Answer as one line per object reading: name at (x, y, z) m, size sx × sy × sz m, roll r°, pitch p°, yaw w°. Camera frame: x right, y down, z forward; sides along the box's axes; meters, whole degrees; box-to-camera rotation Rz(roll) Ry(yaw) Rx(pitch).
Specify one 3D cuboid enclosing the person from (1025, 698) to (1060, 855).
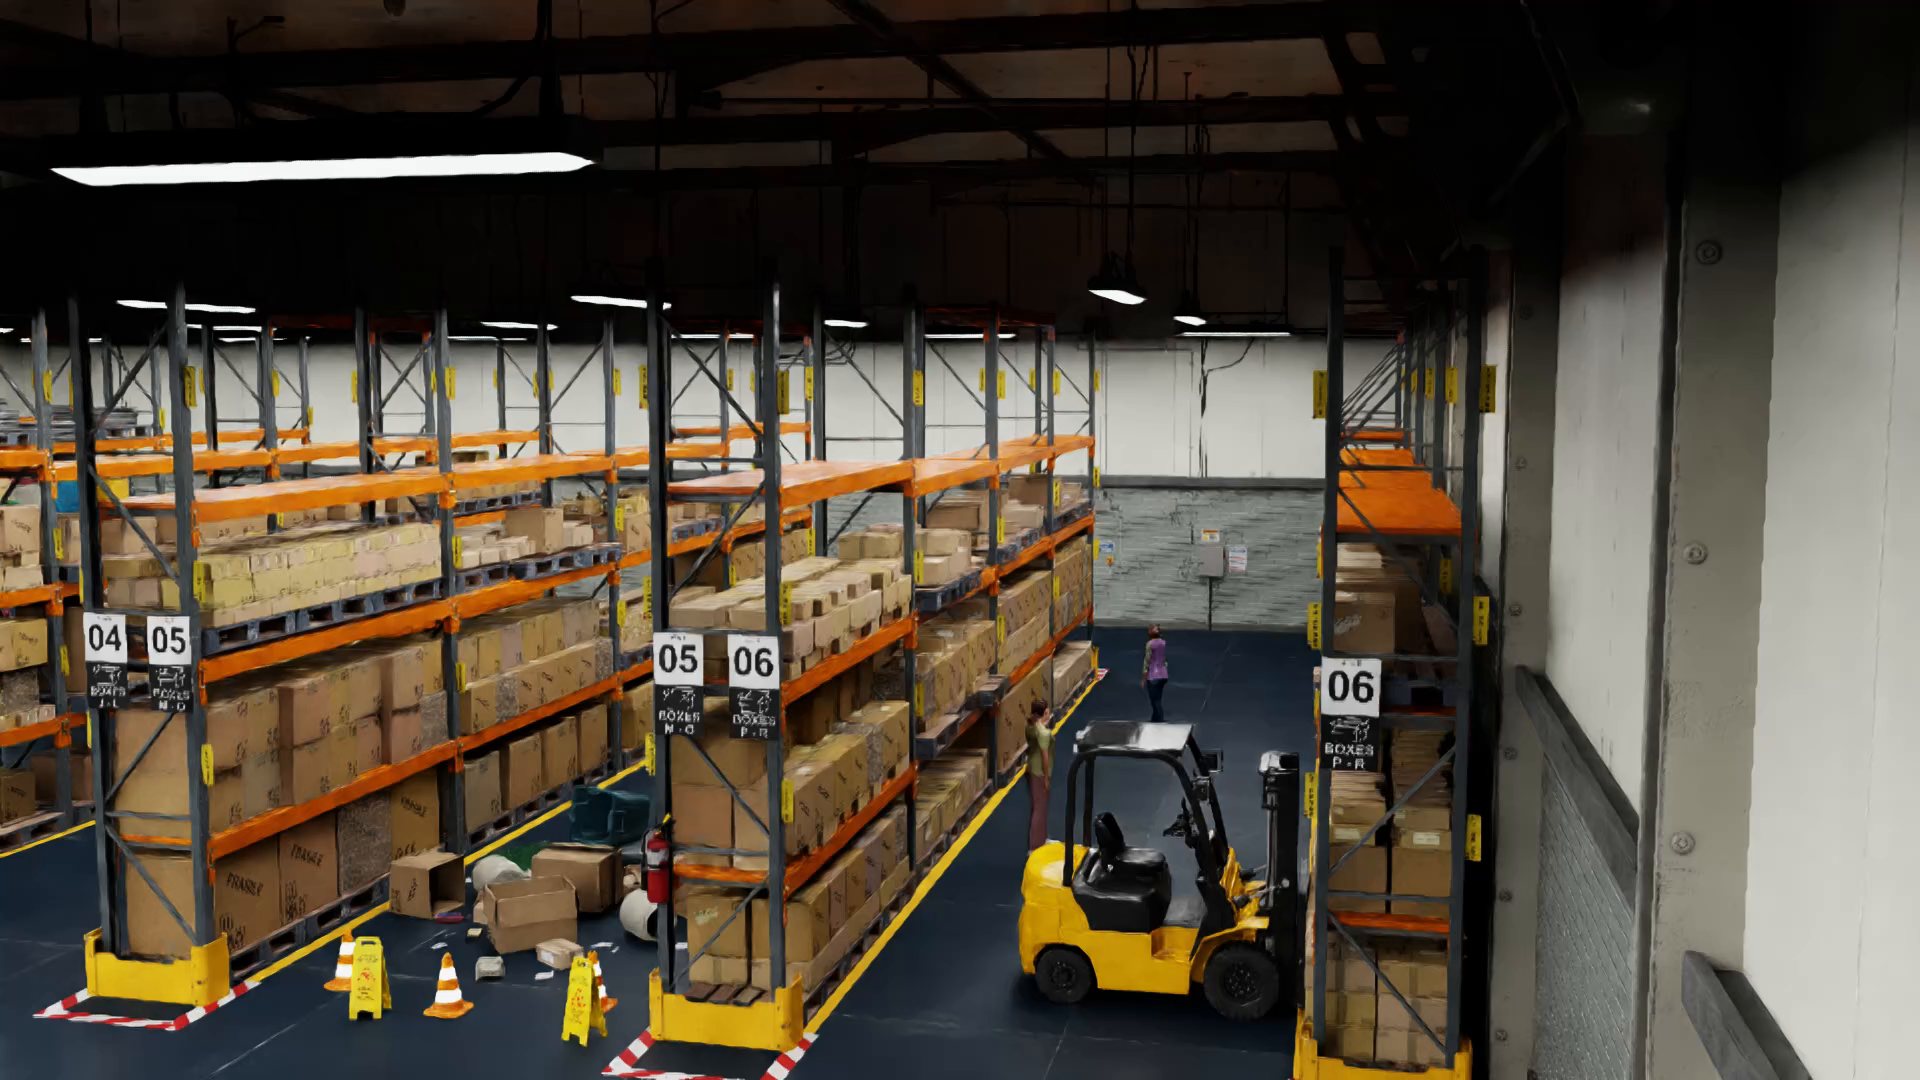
person at (0.895, 2.519, 17.823) m, size 0.434 × 1.672 × 0.494 m, roll -2°, pitch 6°, yaw -18°

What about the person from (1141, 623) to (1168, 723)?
person at (2.754, 1.972, 23.633) m, size 0.527 × 1.592 × 0.521 m, roll 5°, pitch 8°, yaw 41°
